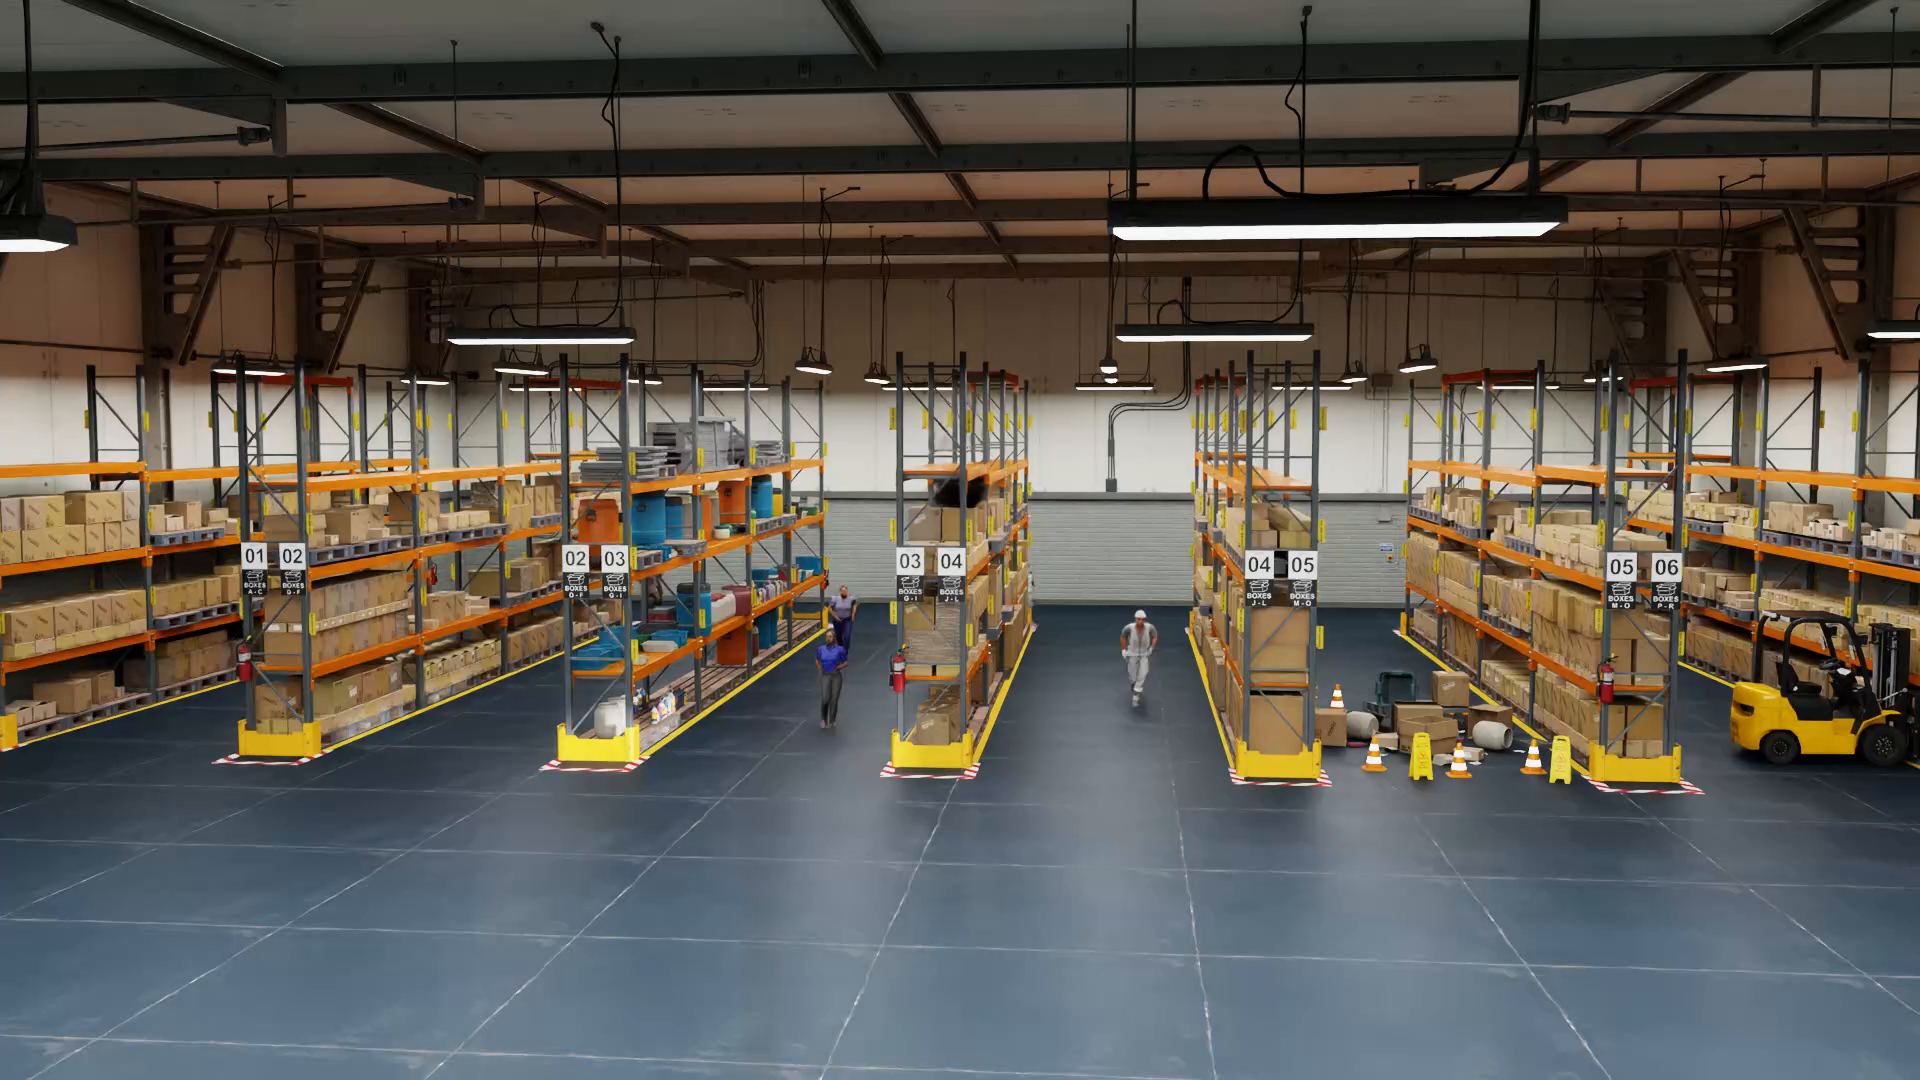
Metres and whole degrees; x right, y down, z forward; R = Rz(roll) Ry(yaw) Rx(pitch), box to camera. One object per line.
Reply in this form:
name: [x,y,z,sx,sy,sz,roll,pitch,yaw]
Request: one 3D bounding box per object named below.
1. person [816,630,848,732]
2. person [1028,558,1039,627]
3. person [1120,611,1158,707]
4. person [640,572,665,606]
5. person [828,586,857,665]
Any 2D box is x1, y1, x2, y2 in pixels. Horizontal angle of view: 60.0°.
person: [-2.076,2.287,26.857,0.550,1.675,0.671,0,4,0]
person: [1.622,1.284,40.826,0.672,1.688,0.615,1,4,19]
person: [3.160,2.082,29.366,0.655,1.716,0.779,0,4,-4]
person: [-7.726,1.176,41.791,0.712,1.797,0.772,-4,6,-42]
person: [-2.439,1.756,34.663,0.605,1.649,0.984,0,4,-4]
